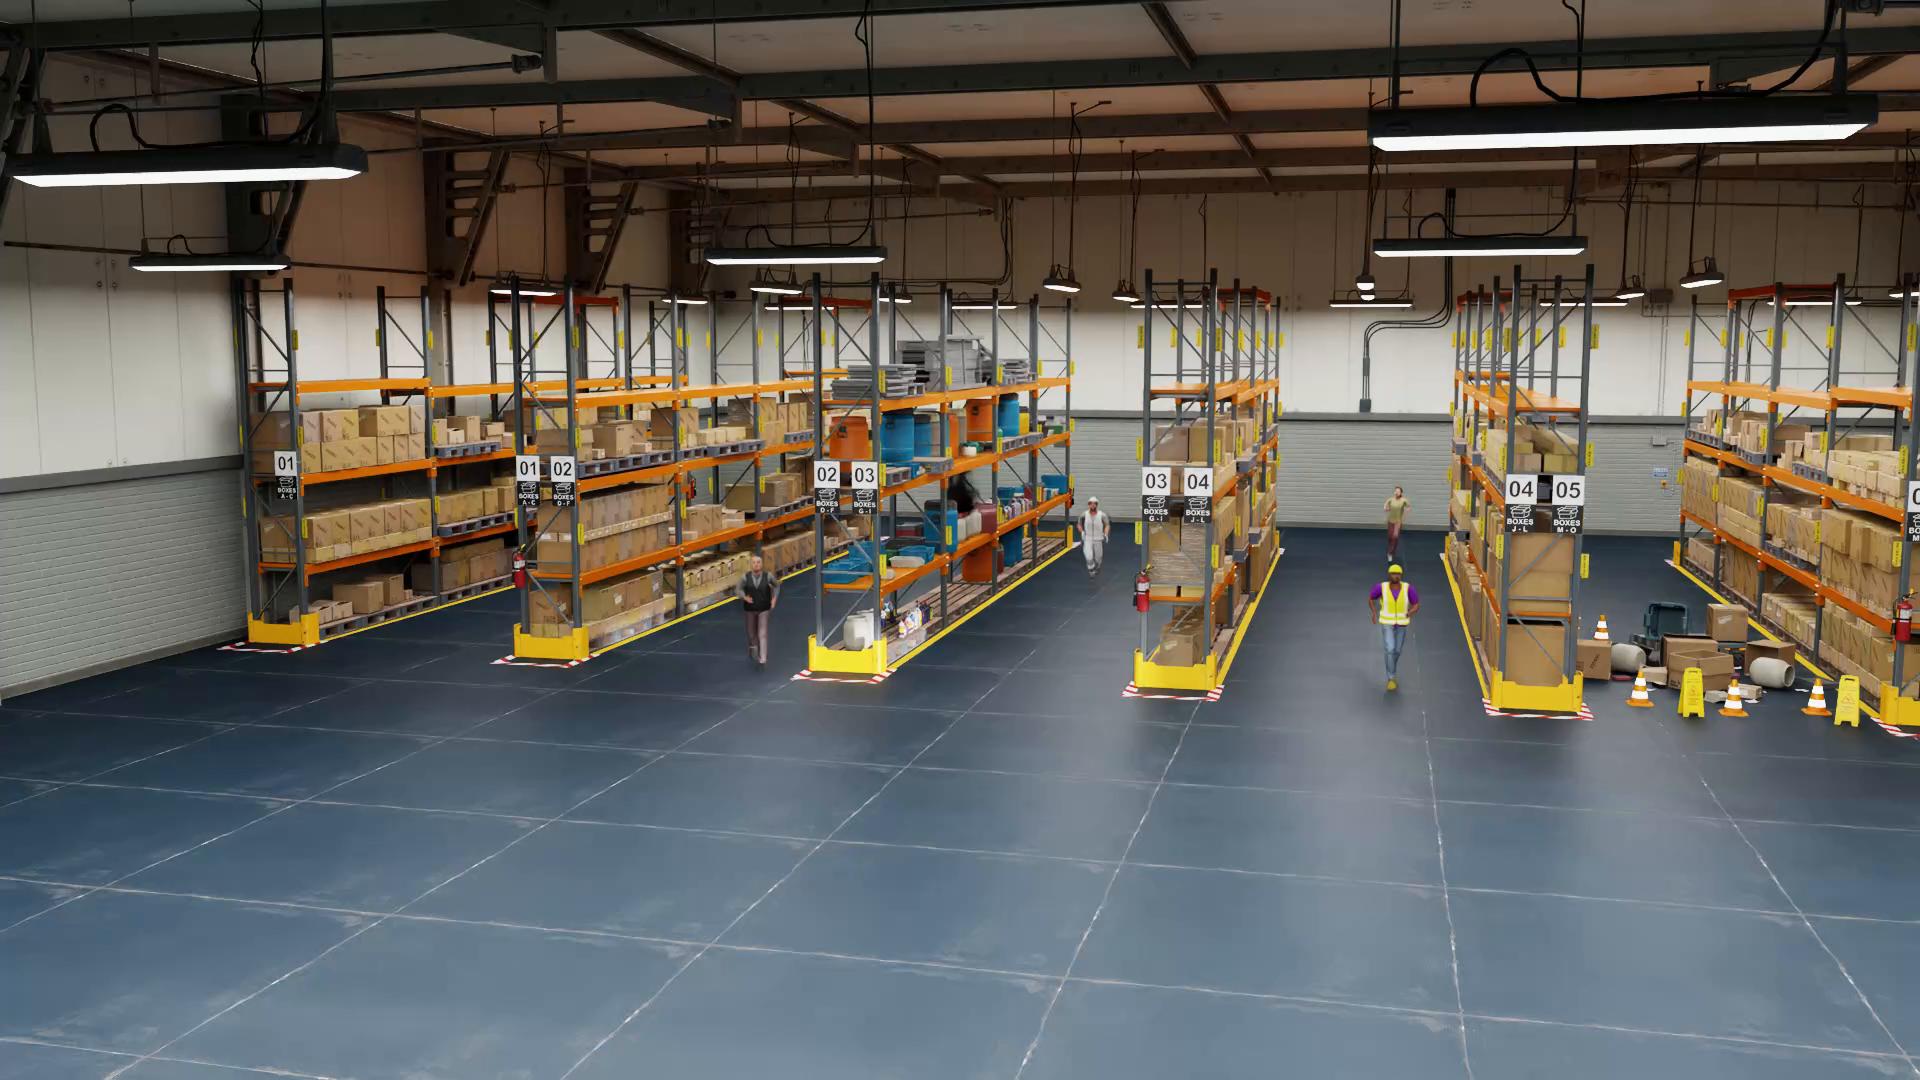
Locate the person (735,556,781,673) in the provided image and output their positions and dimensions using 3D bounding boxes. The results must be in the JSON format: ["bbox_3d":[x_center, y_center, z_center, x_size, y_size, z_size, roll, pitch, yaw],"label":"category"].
[{"bbox_3d":[-3.102,1.108,25.507,0.698,1.738,0.938,0,7,-4],"label":"person"}]

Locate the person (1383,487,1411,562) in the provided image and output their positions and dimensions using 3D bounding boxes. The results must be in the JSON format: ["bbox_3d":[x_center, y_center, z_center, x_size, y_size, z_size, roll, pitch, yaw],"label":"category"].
[{"bbox_3d":[9.966,-0.370,37.993,0.580,1.725,0.730,4,8,27],"label":"person"}]

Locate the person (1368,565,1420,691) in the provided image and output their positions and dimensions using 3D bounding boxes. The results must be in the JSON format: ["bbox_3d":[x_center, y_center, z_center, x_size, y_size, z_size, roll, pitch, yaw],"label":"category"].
[{"bbox_3d":[6.316,1.231,24.168,0.699,1.774,0.922,0,7,3],"label":"person"}]

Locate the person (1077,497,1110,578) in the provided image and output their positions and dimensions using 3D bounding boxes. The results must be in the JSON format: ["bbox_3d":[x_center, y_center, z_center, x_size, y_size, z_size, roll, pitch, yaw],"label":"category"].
[{"bbox_3d":[2.652,-0.054,33.205,0.656,1.612,0.707,1,7,7],"label":"person"}]
